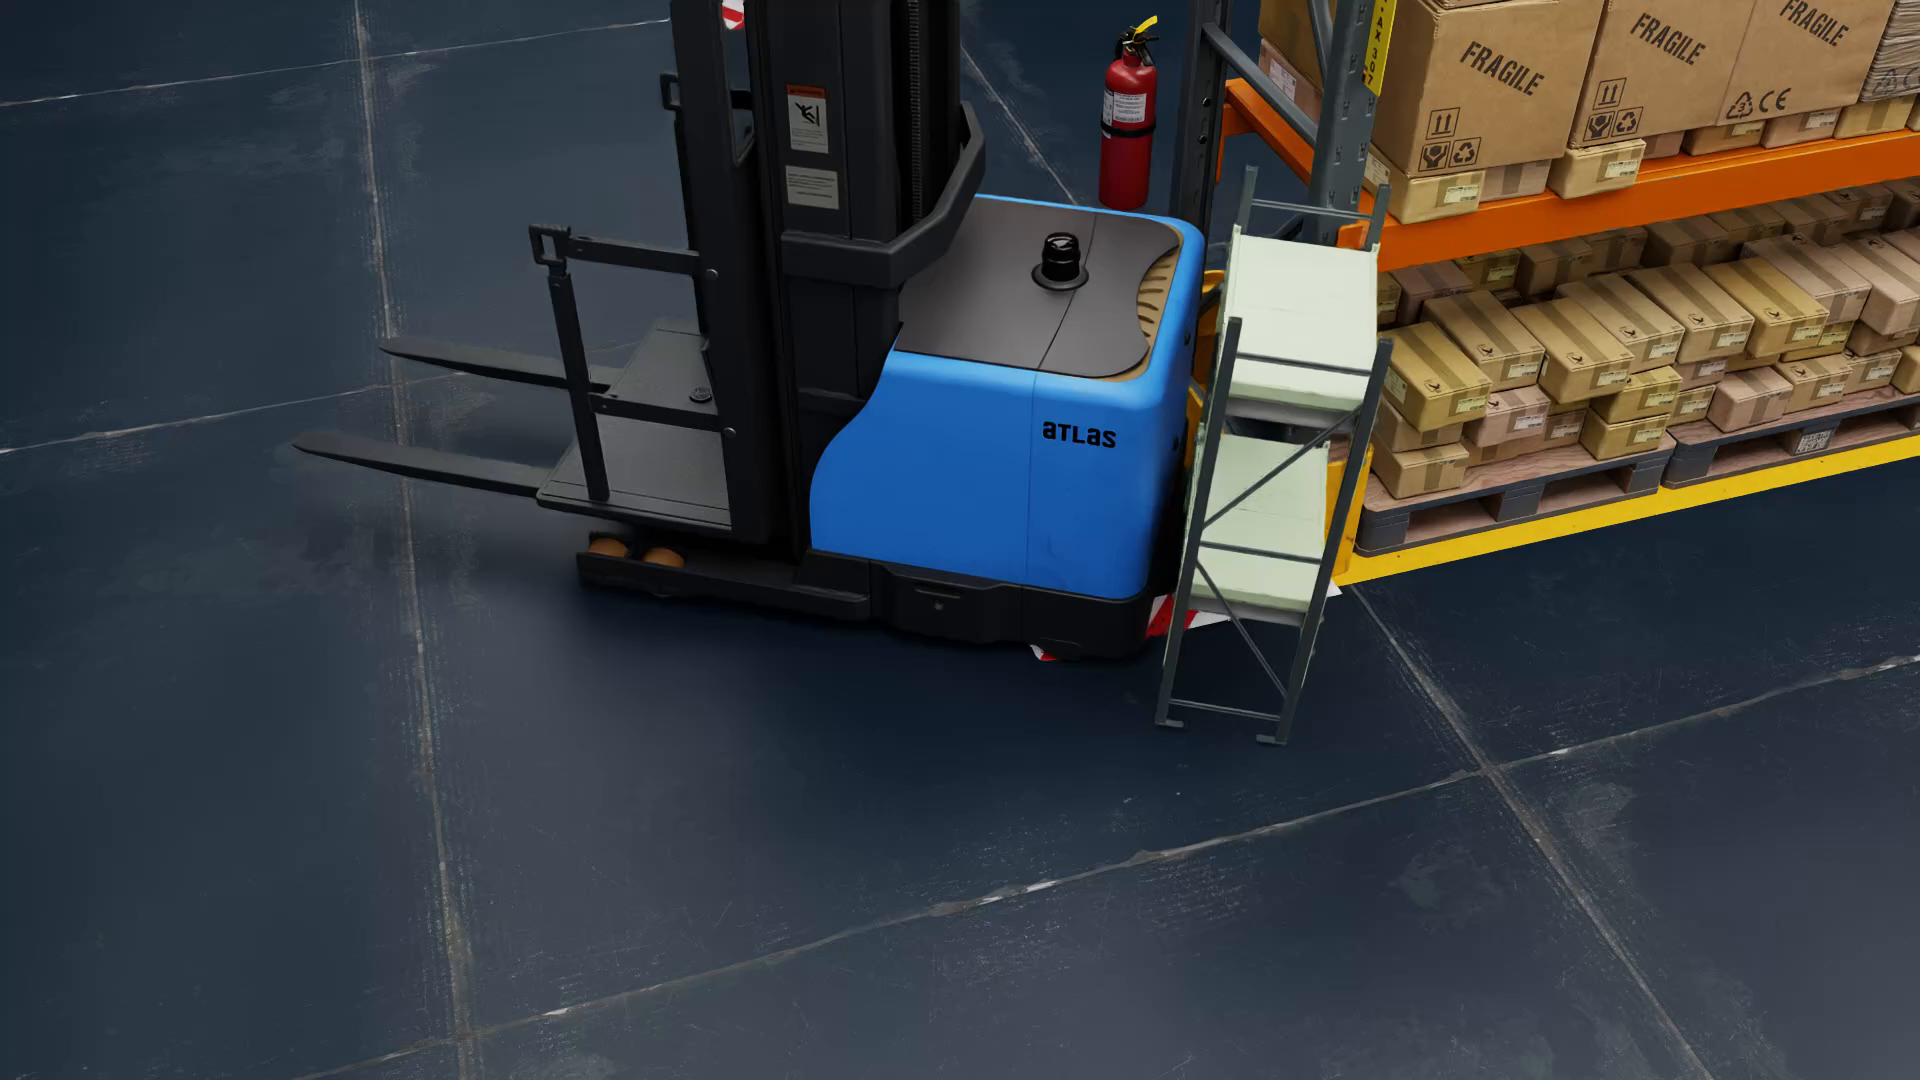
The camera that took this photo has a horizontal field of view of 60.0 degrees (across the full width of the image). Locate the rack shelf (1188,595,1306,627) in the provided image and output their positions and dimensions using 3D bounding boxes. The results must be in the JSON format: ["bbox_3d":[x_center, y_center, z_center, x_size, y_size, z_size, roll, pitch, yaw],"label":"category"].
[{"bbox_3d":[0.877,-0.020,4.987,0.332,0.071,0.664,9,43,6],"label":"rack shelf"}]

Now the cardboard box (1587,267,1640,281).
[{"bbox_3d":[2.334,-1.037,6.278,0.250,0.149,0.380,-11,42,-12],"label":"cardboard box"}]

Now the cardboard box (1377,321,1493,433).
[{"bbox_3d":[1.533,-0.542,5.485,0.250,0.149,0.380,-14,43,-15],"label":"cardboard box"}]

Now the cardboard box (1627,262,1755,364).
[{"bbox_3d":[2.518,-0.791,5.771,0.250,0.149,0.380,-10,42,-11],"label":"cardboard box"}]

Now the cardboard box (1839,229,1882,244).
[{"bbox_3d":[3.341,-1.191,6.455,0.250,0.149,0.380,-10,42,-11],"label":"cardboard box"}]

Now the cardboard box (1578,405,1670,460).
[{"bbox_3d":[2.264,-0.468,5.854,0.250,0.149,0.380,-11,42,-13],"label":"cardboard box"}]

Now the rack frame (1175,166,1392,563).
[{"bbox_3d":[0.954,-0.449,5.079,0.400,1.500,0.023,9,43,6],"label":"rack frame"}]

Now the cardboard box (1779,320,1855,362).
[{"bbox_3d":[3.002,-0.826,6.037,0.250,0.149,0.380,-10,42,-11],"label":"cardboard box"}]

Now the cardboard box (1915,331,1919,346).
[{"bbox_3d":[3.531,-0.892,6.113,0.250,0.149,0.380,-11,42,-12],"label":"cardboard box"}]

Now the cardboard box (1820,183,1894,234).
[{"bbox_3d":[3.340,-1.341,6.400,0.250,0.149,0.380,-11,42,-12],"label":"cardboard box"}]

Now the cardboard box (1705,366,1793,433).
[{"bbox_3d":[2.742,-0.573,5.974,0.250,0.149,0.380,-14,43,-15],"label":"cardboard box"}]

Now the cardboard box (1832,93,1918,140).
[{"bbox_3d":[2.811,-1.447,5.317,0.250,0.149,0.380,-10,42,-12],"label":"cardboard box"}]

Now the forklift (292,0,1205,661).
[{"bbox_3d":[-0.783,-1.217,4.963,3.031,2.867,1.129,9,42,11],"label":"forklift"}]

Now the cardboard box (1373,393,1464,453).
[{"bbox_3d":[1.508,-0.482,5.643,0.250,0.149,0.380,-10,42,-11],"label":"cardboard box"}]

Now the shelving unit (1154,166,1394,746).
[{"bbox_3d":[0.888,-0.206,4.814,0.431,1.500,0.755,9,43,6],"label":"shelving unit"}]

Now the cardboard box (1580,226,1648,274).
[{"bbox_3d":[2.332,-1.159,6.192,0.250,0.149,0.380,-10,42,-11],"label":"cardboard box"}]

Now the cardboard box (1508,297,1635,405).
[{"bbox_3d":[2.039,-0.641,5.599,0.250,0.149,0.380,-12,43,-13],"label":"cardboard box"}]

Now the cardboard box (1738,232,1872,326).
[{"bbox_3d":[2.994,-0.924,5.923,0.250,0.149,0.380,-12,42,-13],"label":"cardboard box"}]

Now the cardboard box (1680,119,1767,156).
[{"bbox_3d":[2.314,-1.378,5.238,0.250,0.149,0.380,-12,43,-13],"label":"cardboard box"}]

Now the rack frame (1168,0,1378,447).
[{"bbox_3d":[0.931,-1.343,5.007,0.127,3.000,1.000,-12,42,-13],"label":"rack frame"}]

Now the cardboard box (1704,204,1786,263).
[{"bbox_3d":[2.858,-1.211,6.252,0.250,0.149,0.380,-11,42,-13],"label":"cardboard box"}]

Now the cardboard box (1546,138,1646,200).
[{"bbox_3d":[1.842,-1.202,5.037,0.250,0.149,0.380,-13,43,-14],"label":"cardboard box"}]

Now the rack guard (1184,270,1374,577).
[{"bbox_3d":[1.004,-0.416,5.846,0.348,0.500,1.175,-12,42,-13],"label":"rack guard"}]

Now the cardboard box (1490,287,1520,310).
[{"bbox_3d":[1.844,-0.926,6.152,0.250,0.149,0.380,-13,43,-15],"label":"cardboard box"}]

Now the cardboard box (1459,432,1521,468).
[{"bbox_3d":[1.752,-0.433,5.813,0.250,0.149,0.380,-12,43,-13],"label":"cardboard box"}]

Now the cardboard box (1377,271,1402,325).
[{"bbox_3d":[1.360,-0.915,5.913,0.250,0.149,0.380,-11,42,-13],"label":"cardboard box"}]

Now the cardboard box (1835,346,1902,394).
[{"bbox_3d":[3.219,-0.712,6.133,0.250,0.149,0.380,-11,42,-12],"label":"cardboard box"}]

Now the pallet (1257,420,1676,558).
[{"bbox_3d":[1.789,-0.446,6.100,1.213,0.211,1.003,-12,42,-13],"label":"pallet"}]

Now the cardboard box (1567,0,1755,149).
[{"bbox_3d":[1.945,-1.529,4.919,0.500,0.500,0.500,-12,42,-13],"label":"cardboard box"}]

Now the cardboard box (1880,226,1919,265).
[{"bbox_3d":[3.517,-0.965,5.970,0.250,0.149,0.380,-14,43,-15],"label":"cardboard box"}]

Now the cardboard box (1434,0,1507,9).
[{"bbox_3d":[1.439,-1.791,4.458,0.500,0.500,0.500,-12,43,-13],"label":"cardboard box"}]

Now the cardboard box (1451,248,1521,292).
[{"bbox_3d":[1.826,-1.059,6.078,0.250,0.149,0.380,-13,43,-14],"label":"cardboard box"}]

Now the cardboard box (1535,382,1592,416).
[{"bbox_3d":[1.993,-0.604,5.783,0.250,0.149,0.380,-11,42,-13],"label":"cardboard box"}]

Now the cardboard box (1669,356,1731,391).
[{"bbox_3d":[2.495,-0.699,5.892,0.250,0.149,0.380,-14,43,-15],"label":"cardboard box"}]

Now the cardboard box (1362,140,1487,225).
[{"bbox_3d":[1.339,-1.106,4.927,0.250,0.149,0.380,-12,43,-13],"label":"cardboard box"}]

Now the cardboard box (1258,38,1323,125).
[{"bbox_3d":[1.158,-1.490,5.366,0.250,0.149,0.380,-12,42,-13],"label":"cardboard box"}]

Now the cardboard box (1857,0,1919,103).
[{"bbox_3d":[2.901,-1.723,5.140,0.500,0.500,0.500,-13,43,-14],"label":"cardboard box"}]
